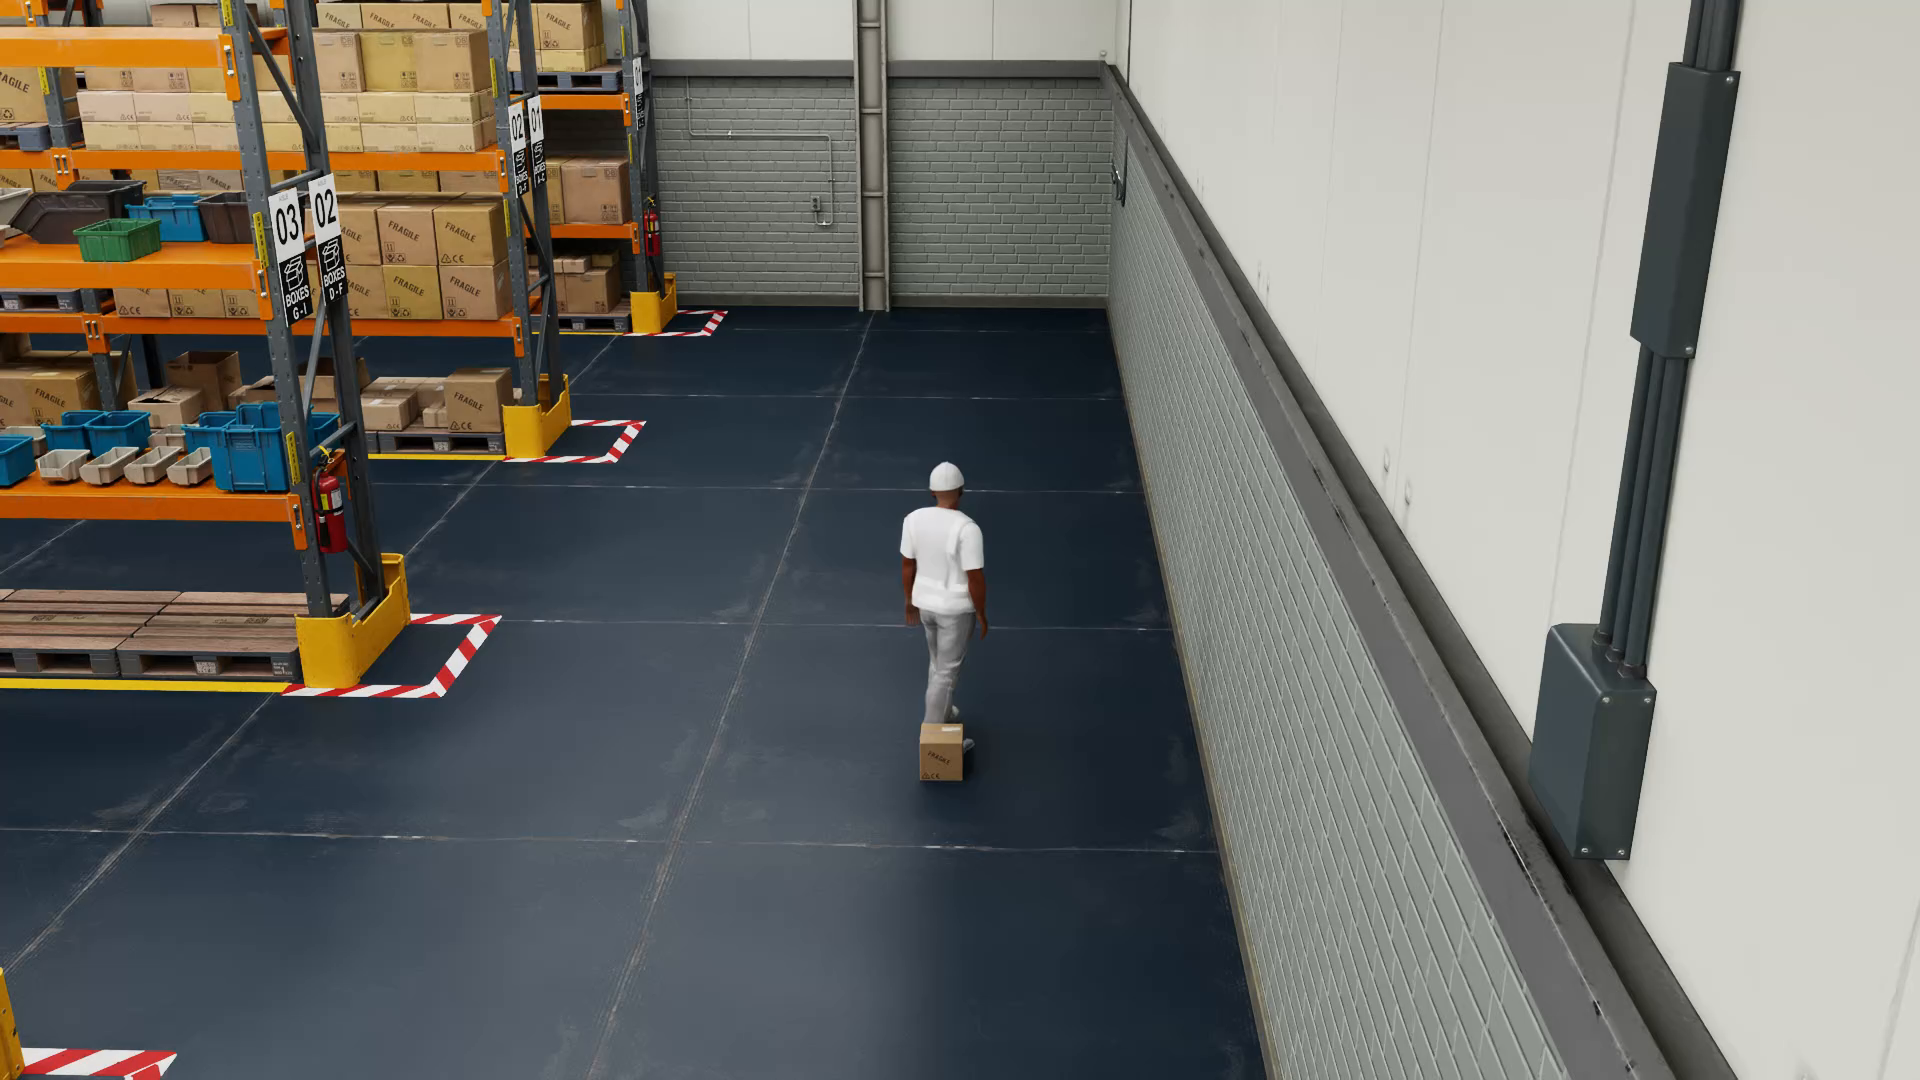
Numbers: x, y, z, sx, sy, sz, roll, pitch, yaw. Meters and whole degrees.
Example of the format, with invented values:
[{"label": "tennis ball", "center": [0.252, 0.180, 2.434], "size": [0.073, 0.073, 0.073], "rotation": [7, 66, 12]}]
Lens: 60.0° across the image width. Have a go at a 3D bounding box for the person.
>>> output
[{"label": "person", "center": [-0.088, 0.400, 9.983], "size": [0.589, 1.766, 0.569], "rotation": [17, 27, 38]}]
